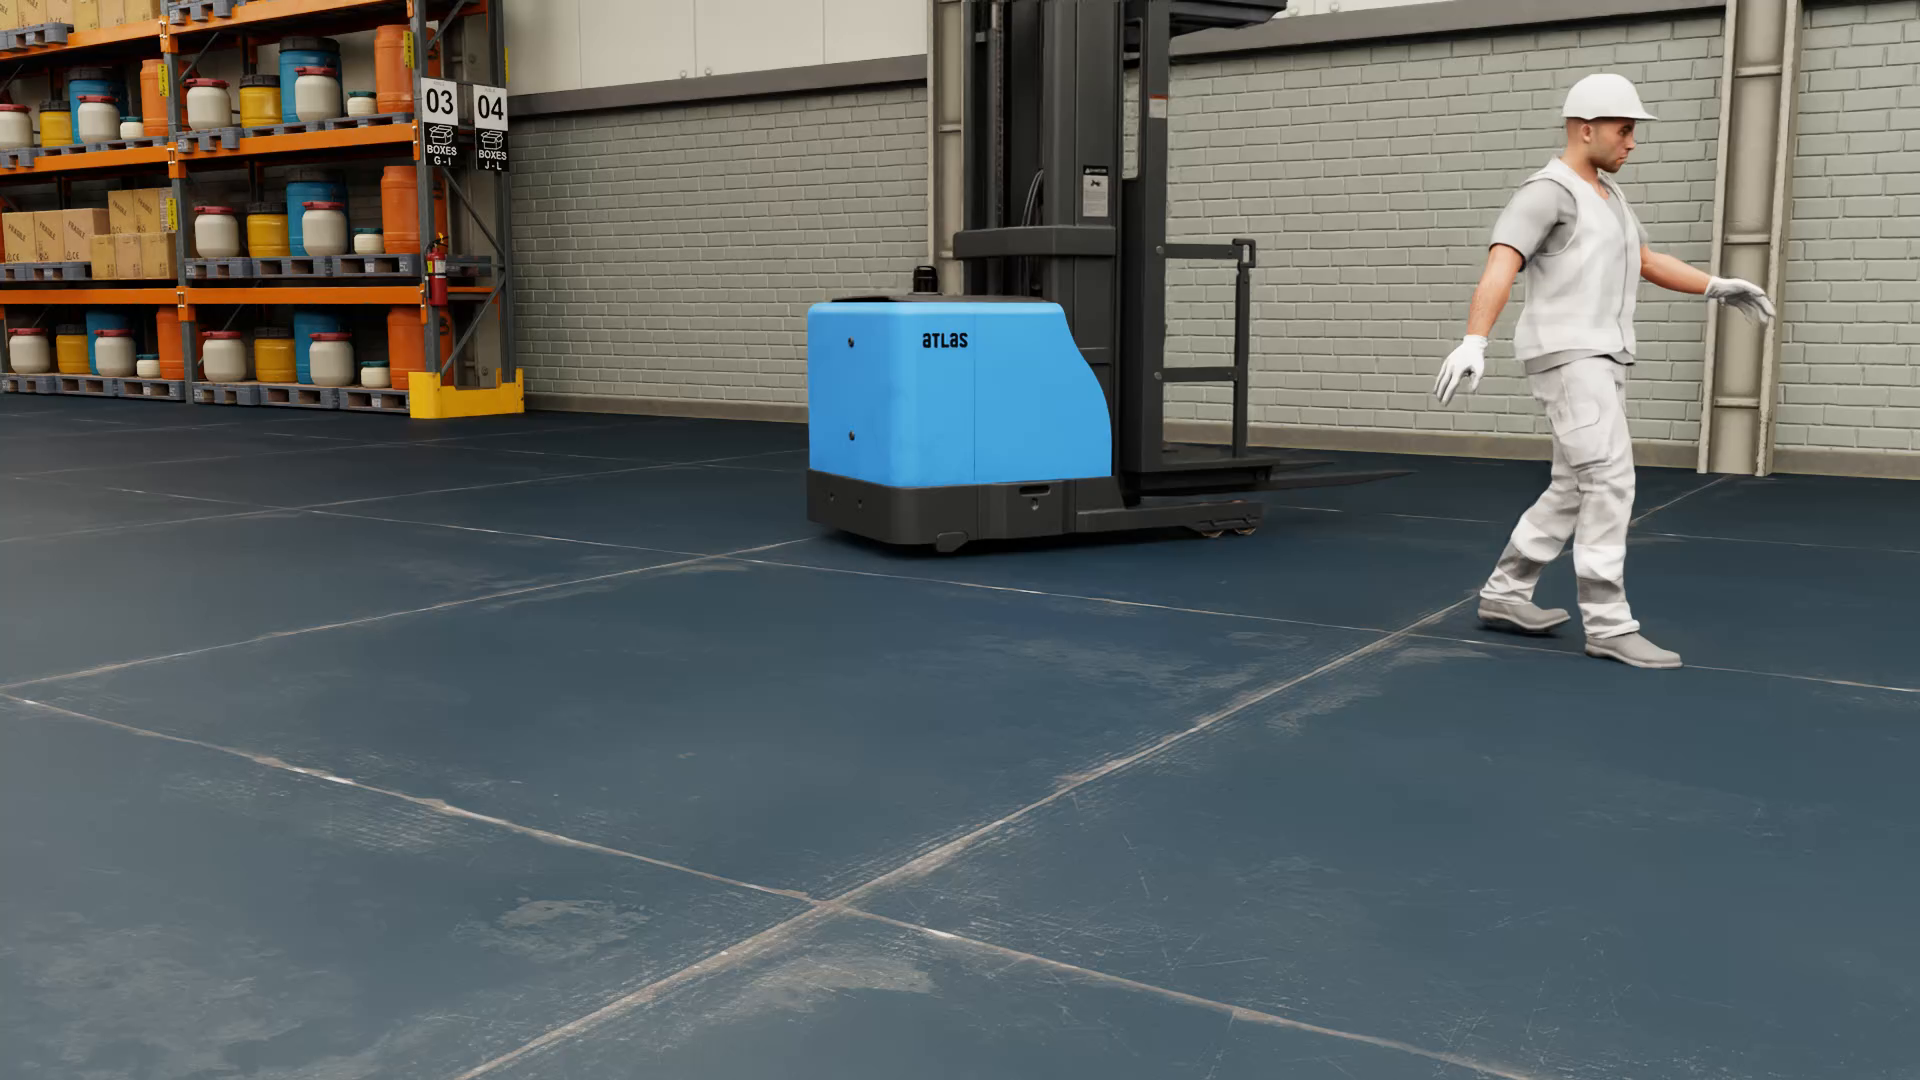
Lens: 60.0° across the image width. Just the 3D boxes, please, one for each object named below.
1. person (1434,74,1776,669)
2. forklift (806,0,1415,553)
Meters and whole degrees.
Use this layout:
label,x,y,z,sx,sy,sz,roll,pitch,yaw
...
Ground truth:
label,x,y,z,sx,sy,sz,roll,pitch,yaw
person,1.933,-0.525,5.097,0.762,1.762,0.996,8,11,43
forklift,0.830,-1.519,7.875,3.031,2.935,1.130,-4,9,-28
